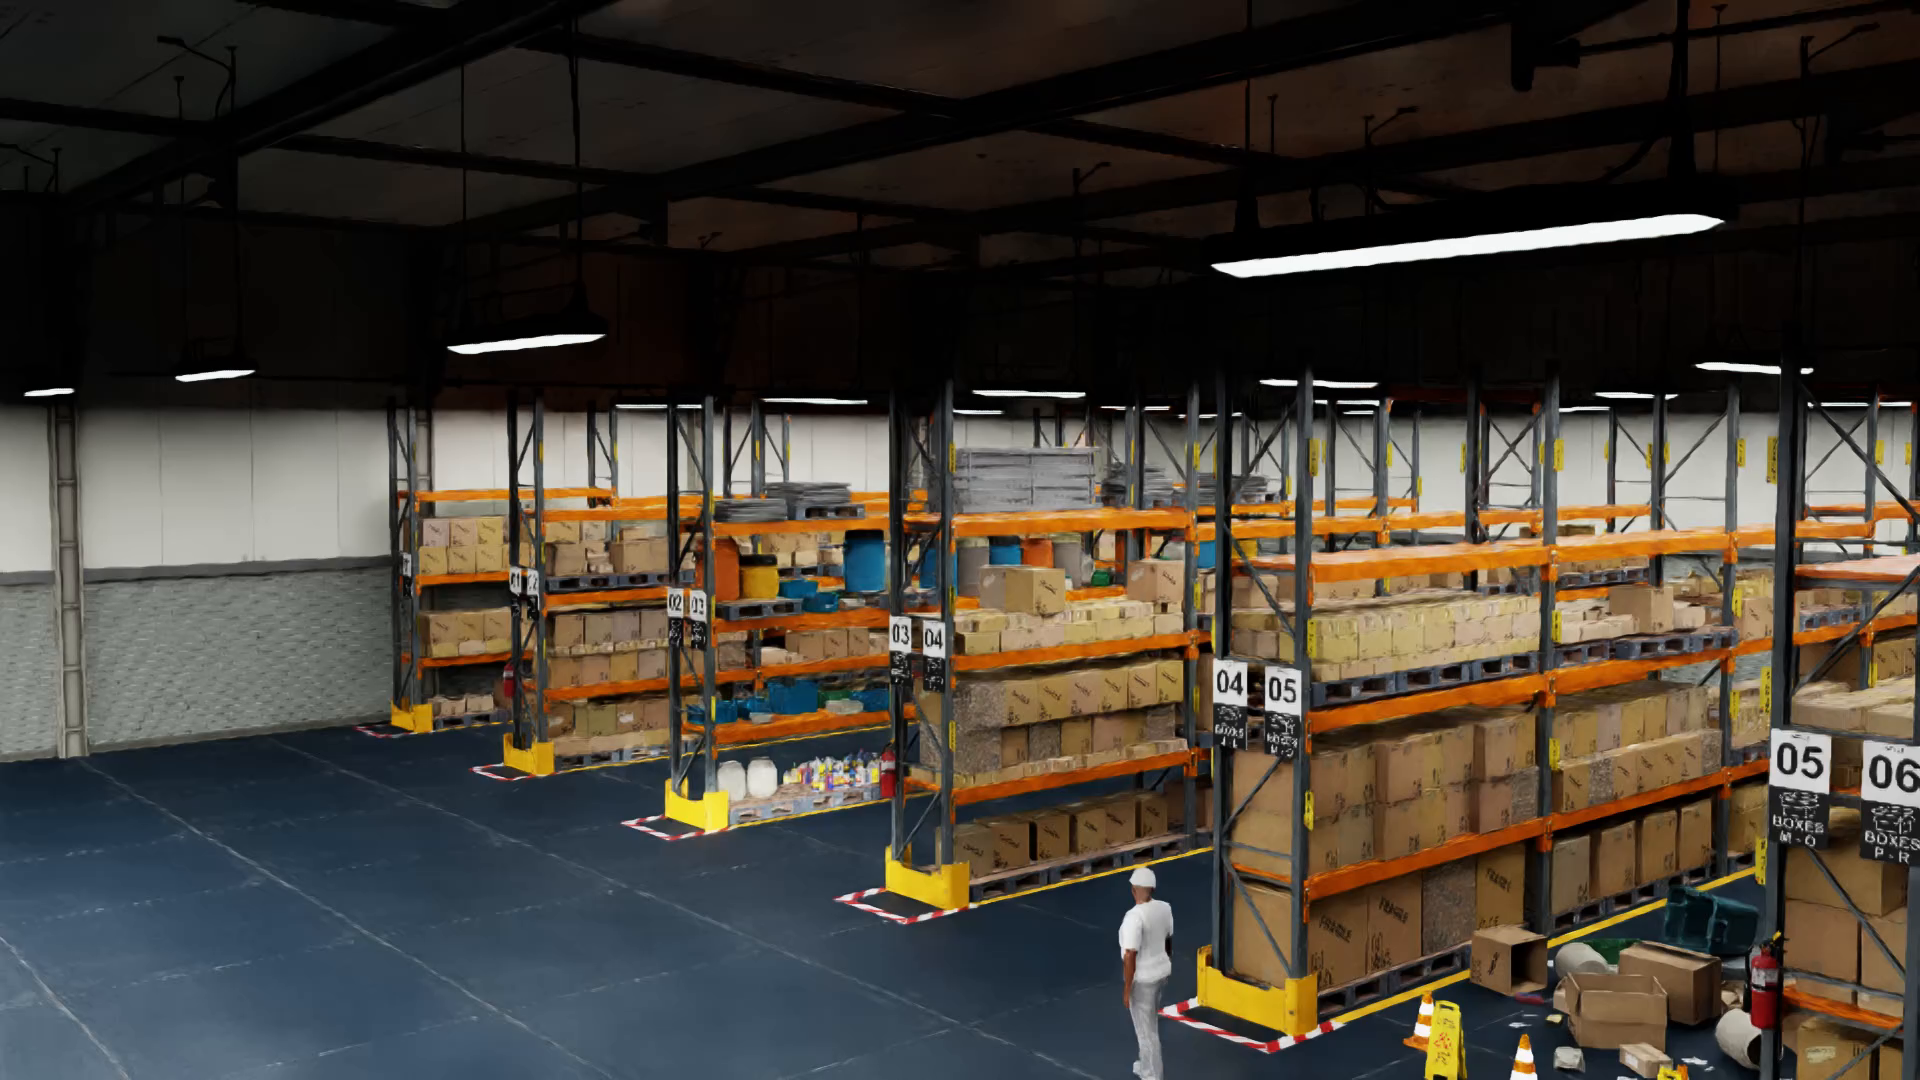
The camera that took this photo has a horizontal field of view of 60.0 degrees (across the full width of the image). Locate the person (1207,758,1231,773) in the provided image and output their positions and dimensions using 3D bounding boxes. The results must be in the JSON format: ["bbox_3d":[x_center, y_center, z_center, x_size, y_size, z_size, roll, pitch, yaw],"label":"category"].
[{"bbox_3d":[3.730,2.967,24.397,1.032,1.517,0.414,-3,4,-38],"label":"person"}]

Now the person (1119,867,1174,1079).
[{"bbox_3d":[1.476,3.497,13.313,0.506,1.767,0.657,3,4,39],"label":"person"}]
